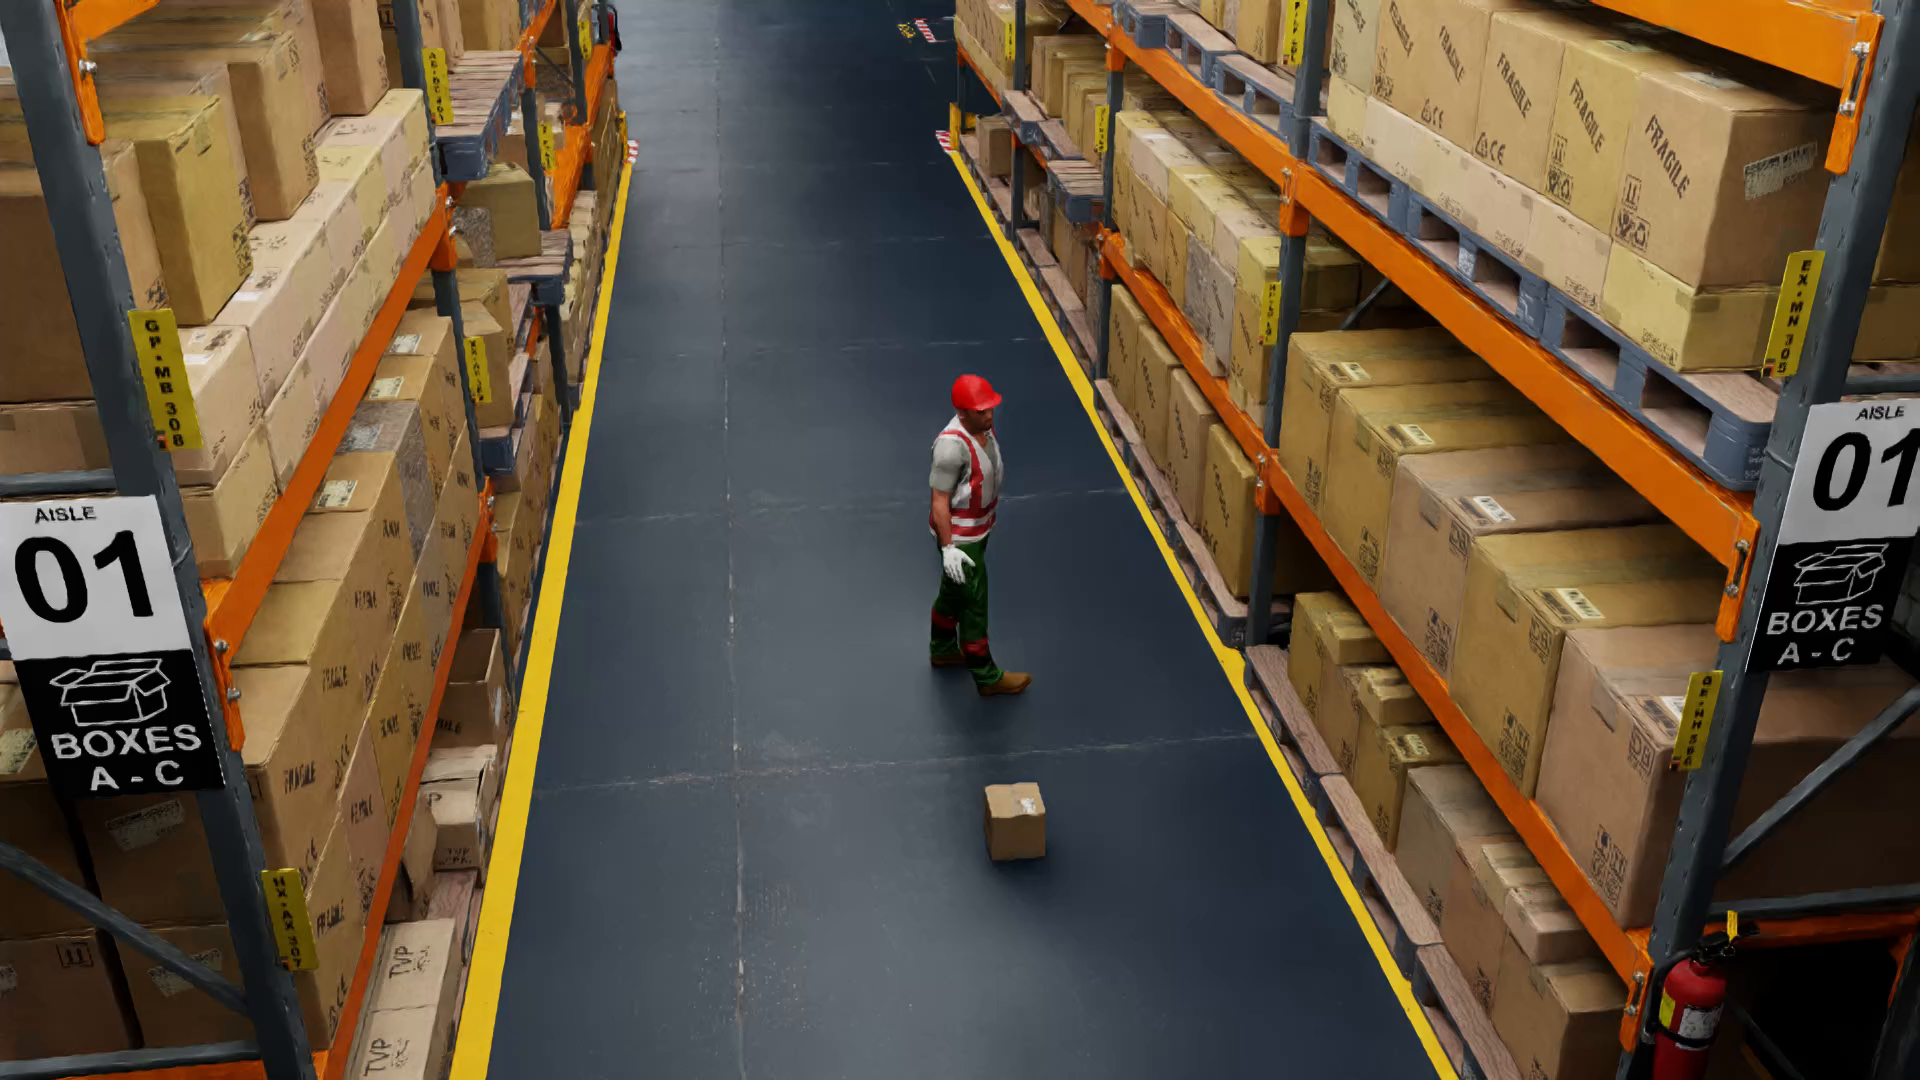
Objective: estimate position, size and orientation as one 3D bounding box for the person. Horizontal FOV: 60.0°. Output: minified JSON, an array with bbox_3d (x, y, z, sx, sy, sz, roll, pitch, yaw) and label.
[{"bbox_3d":[0.085,-0.022,8.619,0.618,1.785,0.684,9,28,17],"label":"person"}]
